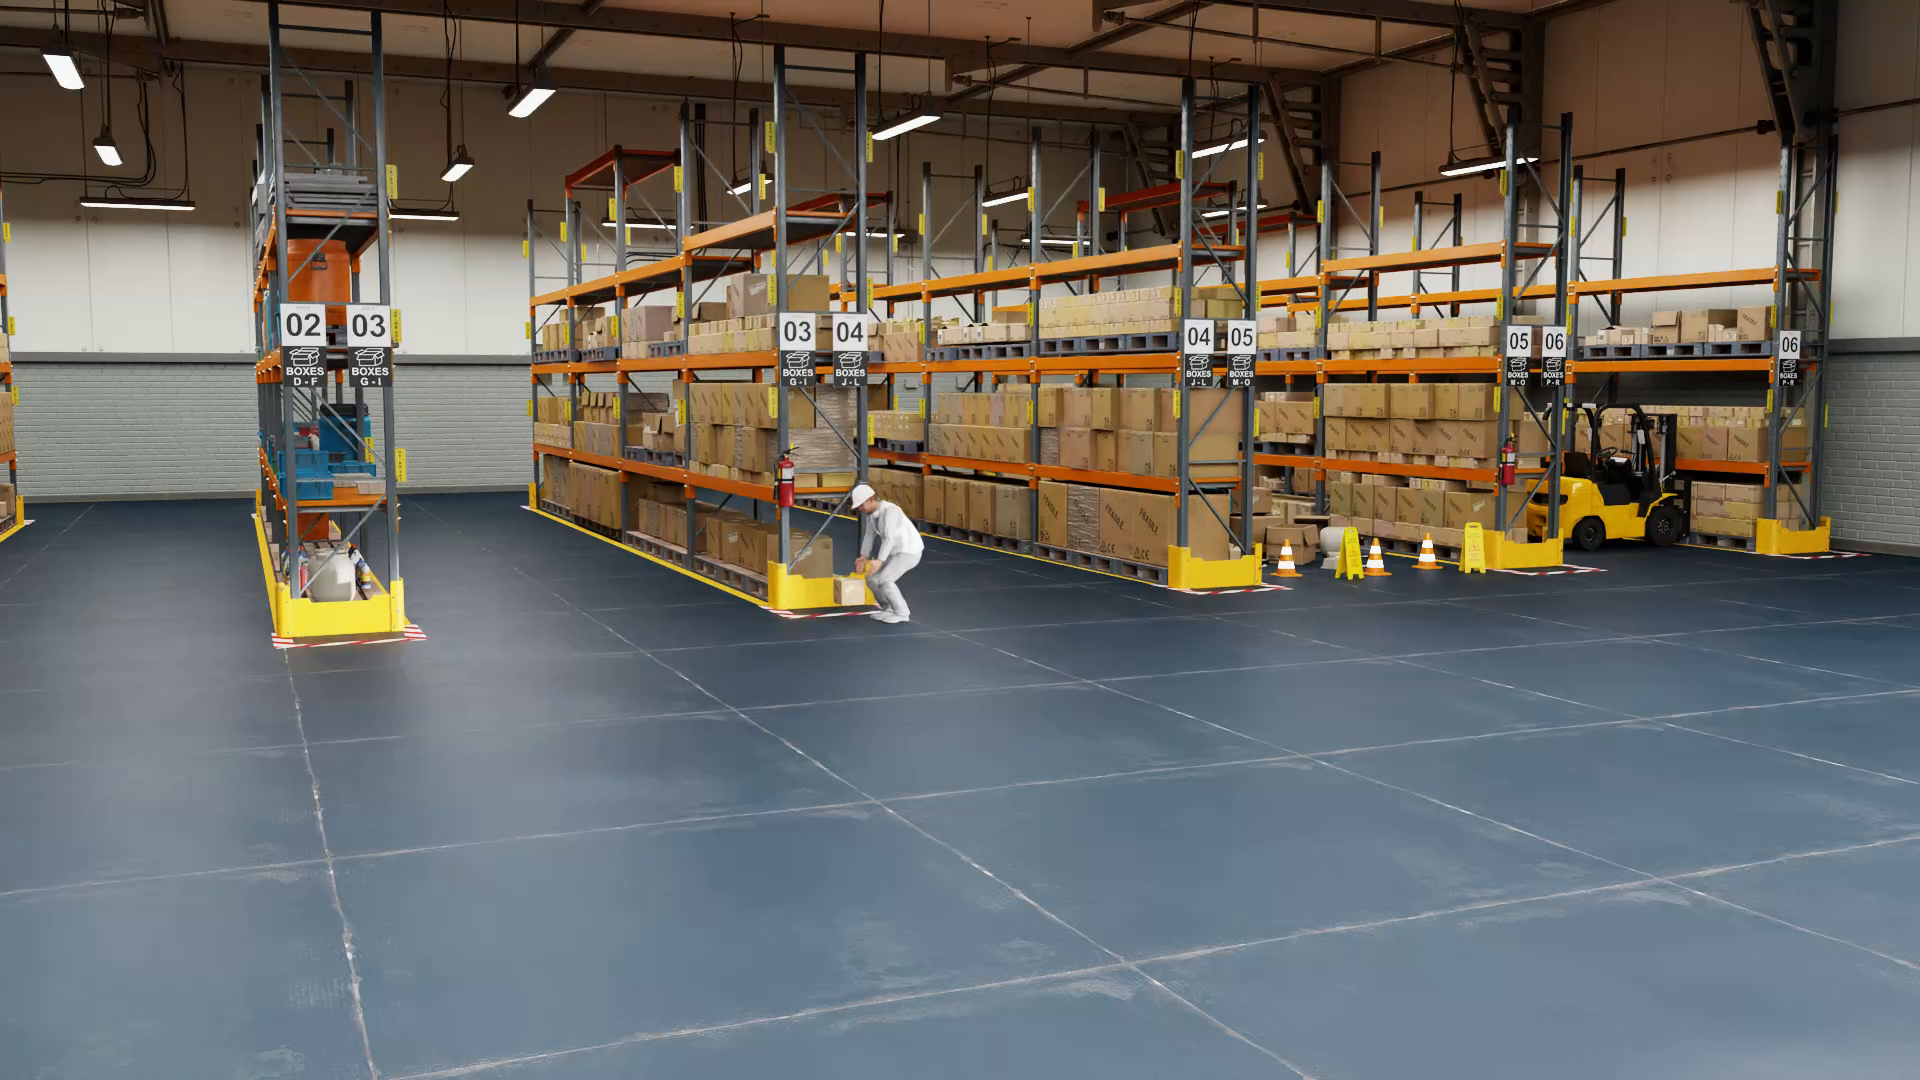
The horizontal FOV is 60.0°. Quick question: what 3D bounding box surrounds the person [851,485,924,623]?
[{"bbox_3d":[-0.751,0.134,17.095,0.768,1.422,0.592,-2,6,-24],"label":"person"}]
